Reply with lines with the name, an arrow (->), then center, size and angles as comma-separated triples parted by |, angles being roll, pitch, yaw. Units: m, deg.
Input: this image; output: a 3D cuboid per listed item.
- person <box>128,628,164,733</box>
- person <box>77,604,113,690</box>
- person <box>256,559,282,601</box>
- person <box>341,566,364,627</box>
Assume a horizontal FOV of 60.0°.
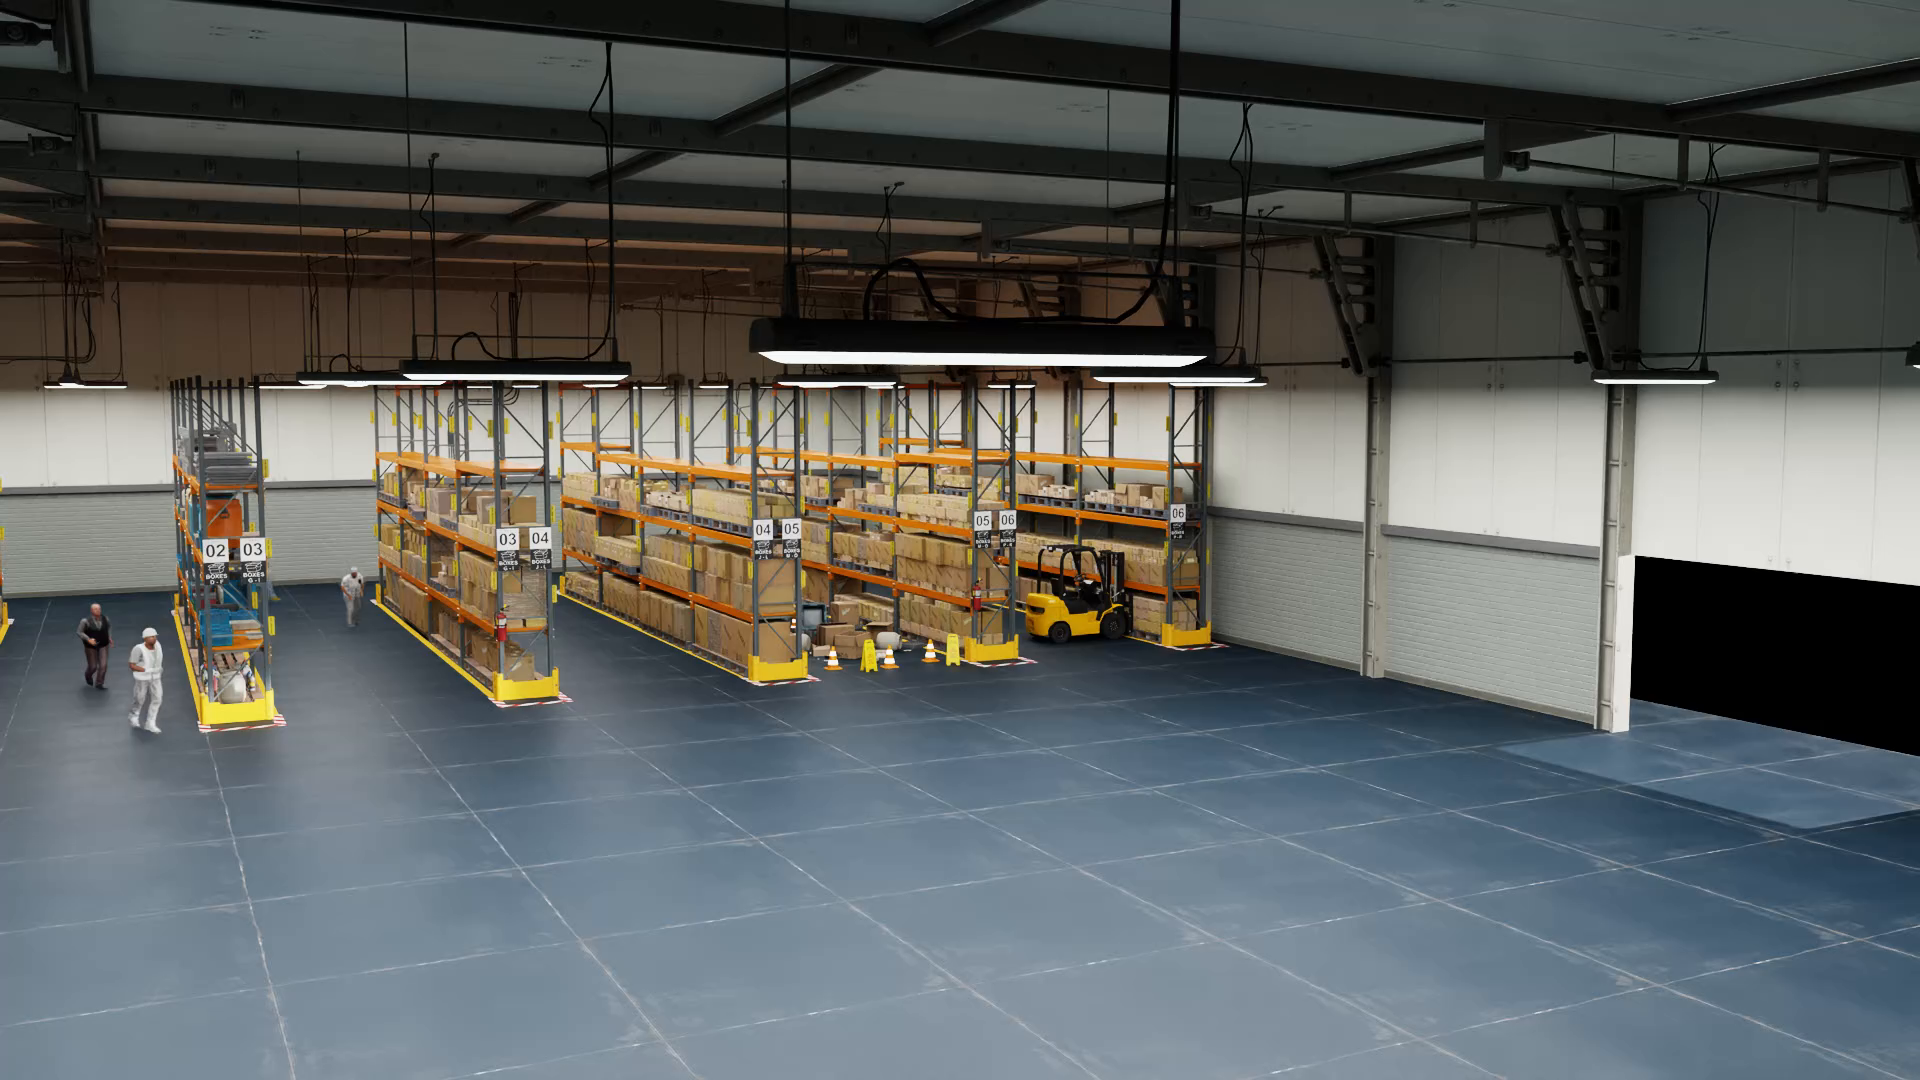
person -> -13.795, 2.352, 28.118 | 0.807, 1.783, 0.670 | 4, 6, 35
person -> -16.675, 2.052, 32.056 | 0.654, 1.673, 0.757 | -5, 7, -42
person -> -18.992, 0.799, 45.260 | 1.027, 1.738, 0.744 | -1, 5, -10
person -> -14.799, 1.368, 40.537 | 0.909, 1.516, 0.638 | 4, 7, 40
